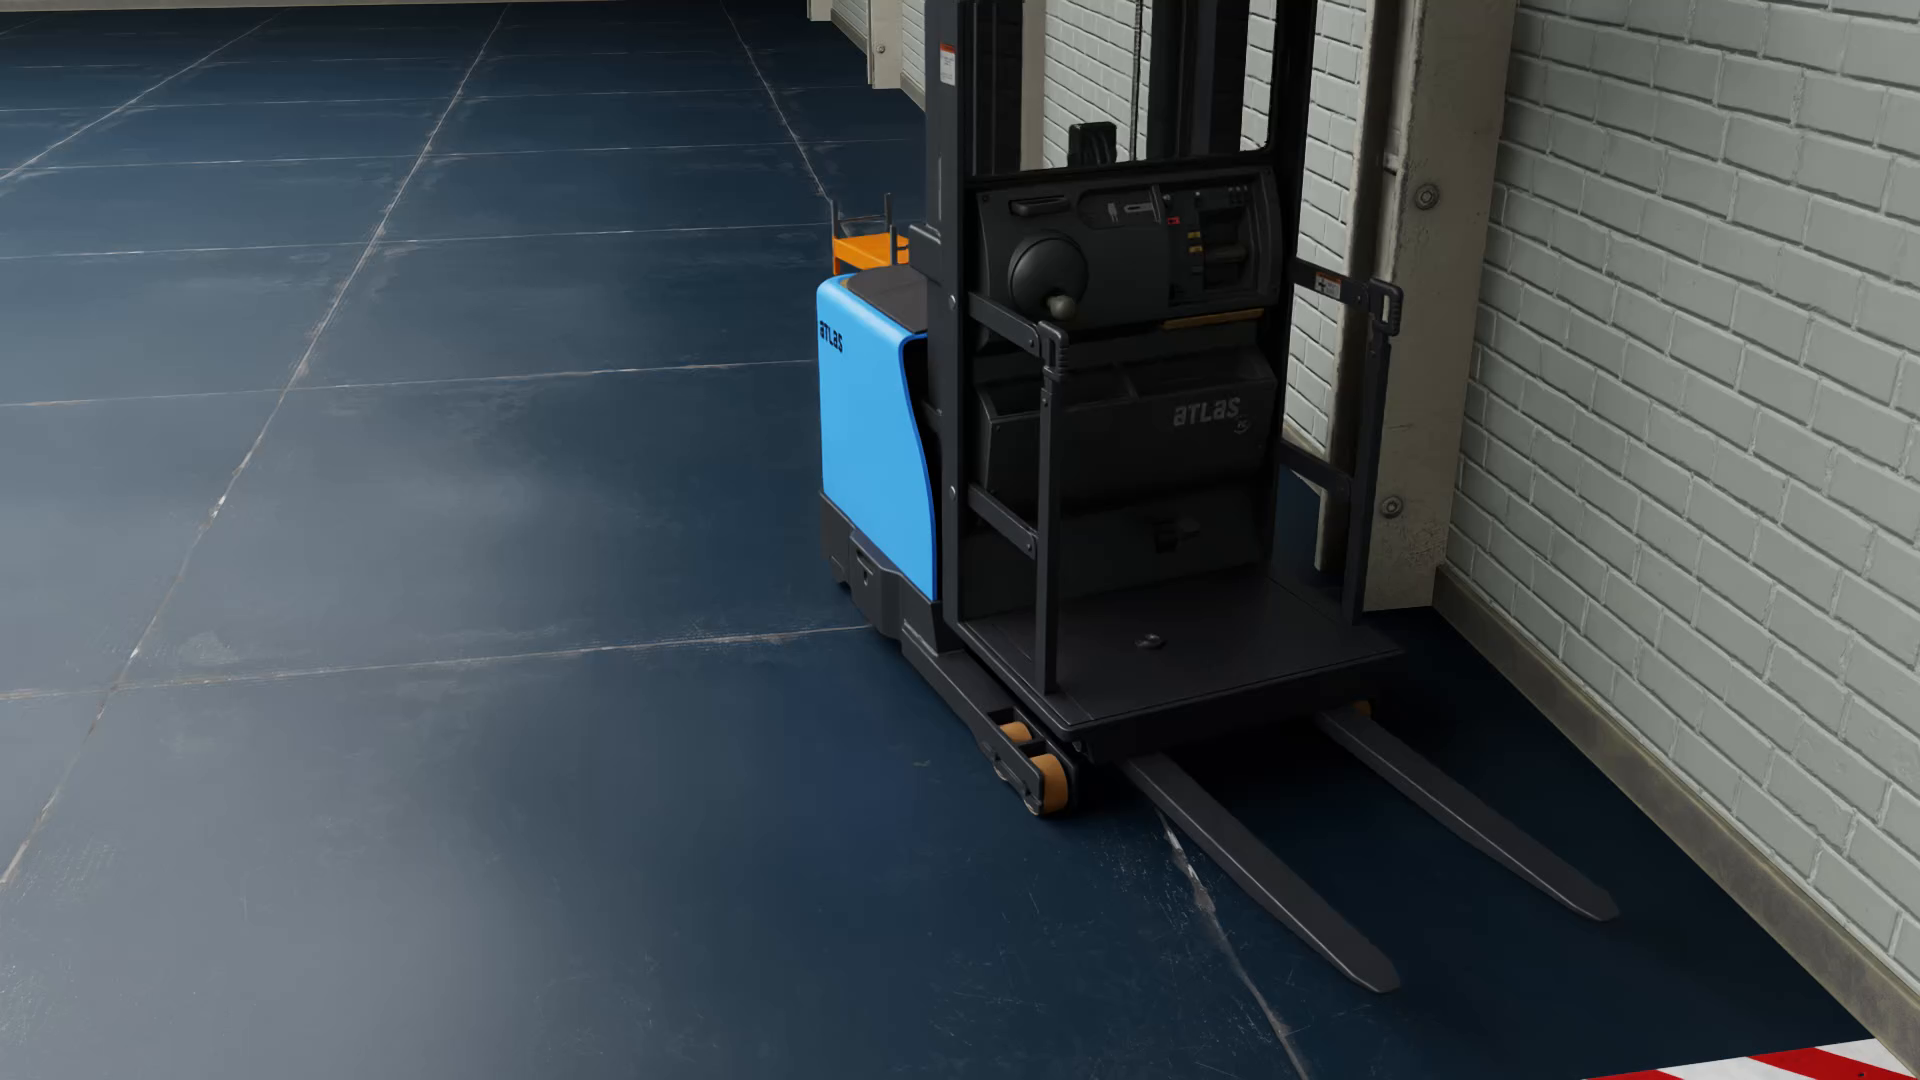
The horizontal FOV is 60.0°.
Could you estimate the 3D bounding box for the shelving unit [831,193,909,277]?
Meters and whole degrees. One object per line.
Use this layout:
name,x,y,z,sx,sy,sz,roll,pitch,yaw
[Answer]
shelving unit,-0.249,-0.638,6.207,0.258,1.200,0.503,-12,26,-26

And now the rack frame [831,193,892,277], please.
rack frame,-0.365,-0.722,6.404,0.240,1.200,0.015,-12,26,-26

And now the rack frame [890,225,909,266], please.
rack frame,-0.132,-0.553,6.010,0.240,1.200,0.015,-12,26,-26

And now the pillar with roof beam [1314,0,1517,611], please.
pillar with roof beam,-2.757,-3.649,3.362,9.100,9.000,0.400,-4,24,-10

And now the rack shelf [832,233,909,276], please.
rack shelf,-0.249,-0.999,6.052,0.258,0.148,0.480,-12,26,-26

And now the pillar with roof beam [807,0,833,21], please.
pillar with roof beam,-6.085,-10.729,19.573,9.100,9.000,0.400,-4,24,-10

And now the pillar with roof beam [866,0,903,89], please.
pillar with roof beam,-4.976,-8.369,14.170,9.100,9.000,0.400,-4,24,-10

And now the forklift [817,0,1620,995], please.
forklift,0.568,-0.790,4.397,1.130,2.935,3.031,-10,26,-22

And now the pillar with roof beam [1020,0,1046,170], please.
pillar with roof beam,-3.866,-6.009,8.766,9.100,9.000,0.400,-4,24,-10
